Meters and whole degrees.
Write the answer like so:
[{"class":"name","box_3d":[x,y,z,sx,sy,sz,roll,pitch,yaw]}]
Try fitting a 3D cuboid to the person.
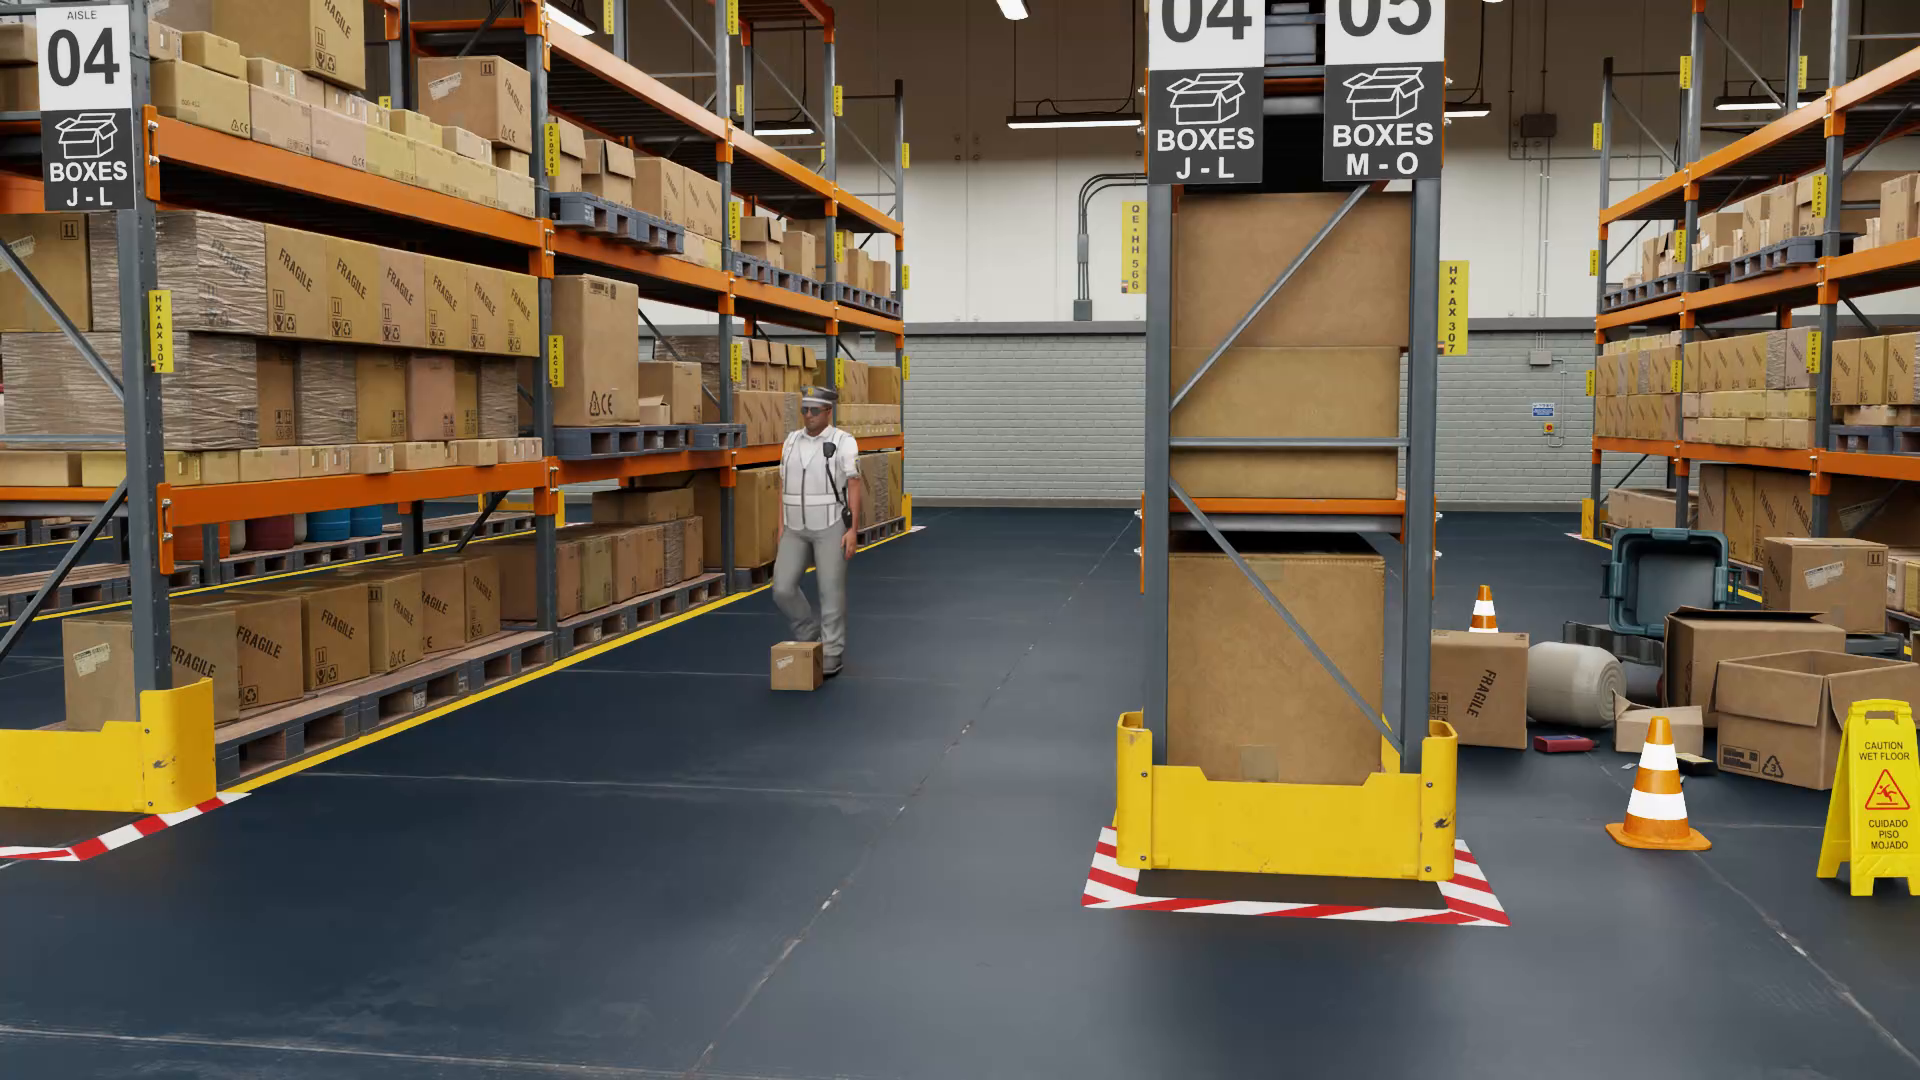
[{"class":"person","box_3d":[-0.872,-0.071,10.226,0.548,1.751,0.515,1,5,18]}]
